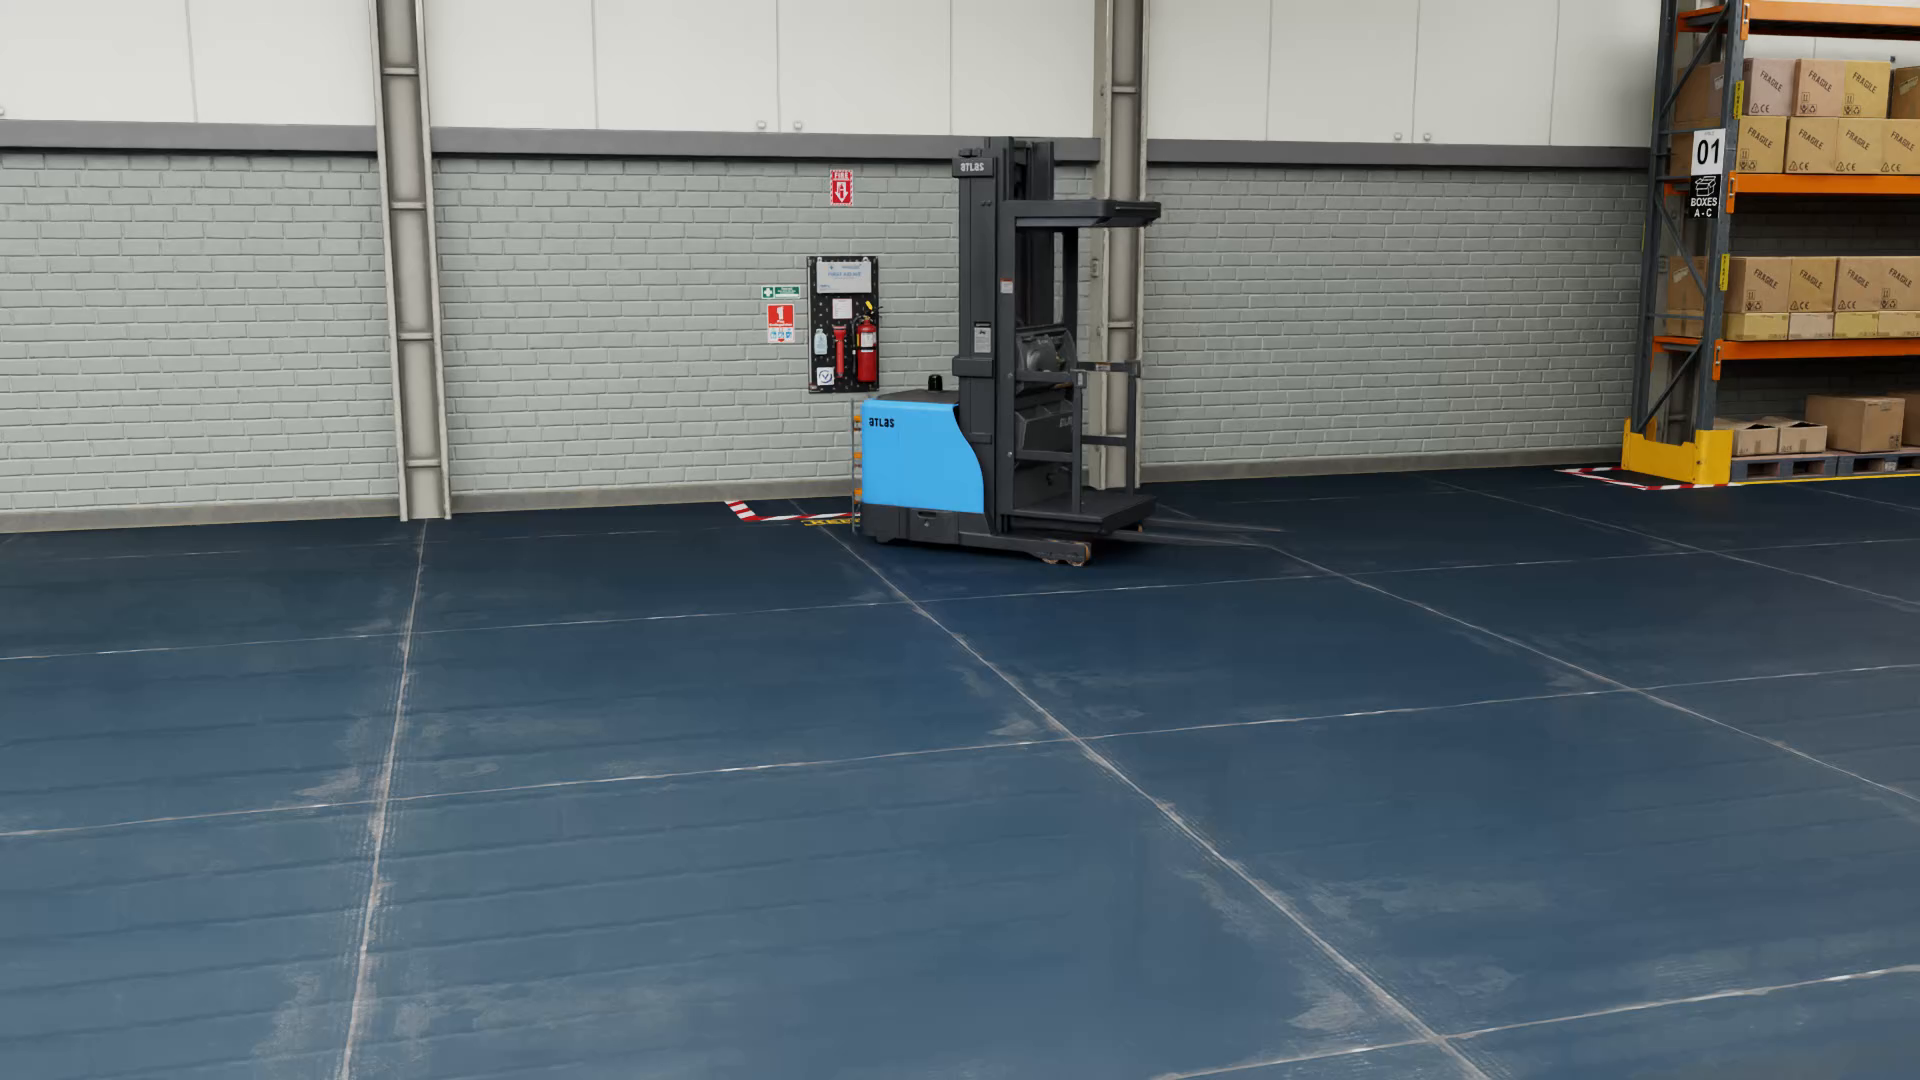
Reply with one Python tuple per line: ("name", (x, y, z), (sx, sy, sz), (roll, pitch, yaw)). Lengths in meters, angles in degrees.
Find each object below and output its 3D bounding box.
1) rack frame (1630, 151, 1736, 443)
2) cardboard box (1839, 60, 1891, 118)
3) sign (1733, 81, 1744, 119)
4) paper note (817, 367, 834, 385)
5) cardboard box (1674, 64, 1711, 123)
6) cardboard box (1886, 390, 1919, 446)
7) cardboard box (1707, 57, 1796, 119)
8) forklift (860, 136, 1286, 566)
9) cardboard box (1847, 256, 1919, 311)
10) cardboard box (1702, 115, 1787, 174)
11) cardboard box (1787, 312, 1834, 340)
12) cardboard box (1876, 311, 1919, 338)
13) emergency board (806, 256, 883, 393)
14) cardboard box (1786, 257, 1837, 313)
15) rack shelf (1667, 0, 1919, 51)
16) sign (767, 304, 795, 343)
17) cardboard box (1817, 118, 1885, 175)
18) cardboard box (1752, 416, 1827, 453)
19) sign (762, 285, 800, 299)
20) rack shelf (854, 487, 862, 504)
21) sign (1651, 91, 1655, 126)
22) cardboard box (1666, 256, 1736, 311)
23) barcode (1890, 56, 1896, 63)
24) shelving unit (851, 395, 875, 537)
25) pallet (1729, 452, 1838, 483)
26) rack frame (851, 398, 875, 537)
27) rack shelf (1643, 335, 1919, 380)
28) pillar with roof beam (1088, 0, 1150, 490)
("rack frame", (6.739, -2.085, 15.586), (0.127, 3.000, 1.000), (-3, 11, -16))
("cardboard box", (8.161, -4.133, 15.331), (0.500, 0.500, 0.500), (-3, 11, -14))
("sign", (6.891, -3.896, 14.723), (0.005, 0.325, 0.100), (-3, 11, -16))
("paper note", (-1.164, -1.418, 14.399), (0.142, 0.148, 0.016), (-3, 11, -16))
("cardboard box", (7.080, -4.178, 15.579), (0.500, 0.500, 0.500), (-3, 11, -13))
("cardboard box", (9.594, -1.215, 16.549), (0.500, 0.500, 0.500), (-4, 11, -20))
("cardboard box", (7.177, -4.088, 15.090), (0.500, 0.500, 0.500), (-4, 11, -20))
("forklift", (0.803, -1.369, 11.888), (3.031, 2.935, 1.130), (5, 12, 27))
("cardboard box", (8.749, -2.438, 15.793), (0.500, 0.500, 0.500), (-3, 11, -14))
("cardboard box", (7.130, -3.593, 15.160), (0.500, 0.500, 0.500), (-3, 11, -14))
("cardboard box", (7.791, -2.019, 15.589), (0.500, 0.250, 0.500), (-3, 11, -18))
("cardboard box", (8.767, -2.069, 15.860), (0.500, 0.250, 0.500), (-3, 11, -15))
("emergency board", (-0.975, -1.849, 14.303), (0.643, 1.169, 0.194), (-3, 11, -16))
("cardboard box", (7.759, -2.385, 15.504), (0.500, 0.500, 0.500), (-3, 11, -16))
("rack shelf", (8.659, -4.781, 15.658), (4.000, 0.370, 1.077), (-3, 11, -16))
("sign", (-1.535, -1.856, 14.245), (0.234, 0.329, 0.001), (-3, 11, -16))
("cardboard box", (8.153, -3.640, 15.420), (0.500, 0.500, 0.500), (-2, 11, -13))
("cardboard box", (7.976, -1.027, 16.052), (0.500, 0.311, 0.500), (-2, 11, -11))
("sign", (-1.528, -2.115, 14.190), (0.331, 0.109, 0.001), (-3, 11, -16))
("rack shelf", (-0.679, -0.287, 12.800), (0.215, 0.259, 0.240), (5, 12, 27))
("sign", (6.603, -4.093, 15.764), (0.005, 0.325, 0.100), (-3, 11, -16))
("cardboard box", (7.132, -2.451, 15.860), (0.500, 0.500, 0.500), (-3, 11, -17))
("barcode", (9.125, -4.701, 16.266), (0.075, 0.075, 0.001), (-3, 11, -16))
("shelving unit", (-0.679, -0.571, 12.748), (0.215, 1.050, 0.252), (5, 12, 27))
("pallet", (7.602, -0.752, 16.050), (1.213, 0.211, 1.003), (-3, 11, -16))
("rack frame", (-0.736, -0.551, 12.641), (0.200, 1.050, 0.008), (5, 12, 27))
("rack shelf", (8.659, -1.832, 16.201), (4.000, 0.370, 1.077), (-3, 11, -16))
("pillar with roof beam", (2.612, -4.169, 10.338), (0.400, 9.000, 9.100), (-3, 11, -16))
